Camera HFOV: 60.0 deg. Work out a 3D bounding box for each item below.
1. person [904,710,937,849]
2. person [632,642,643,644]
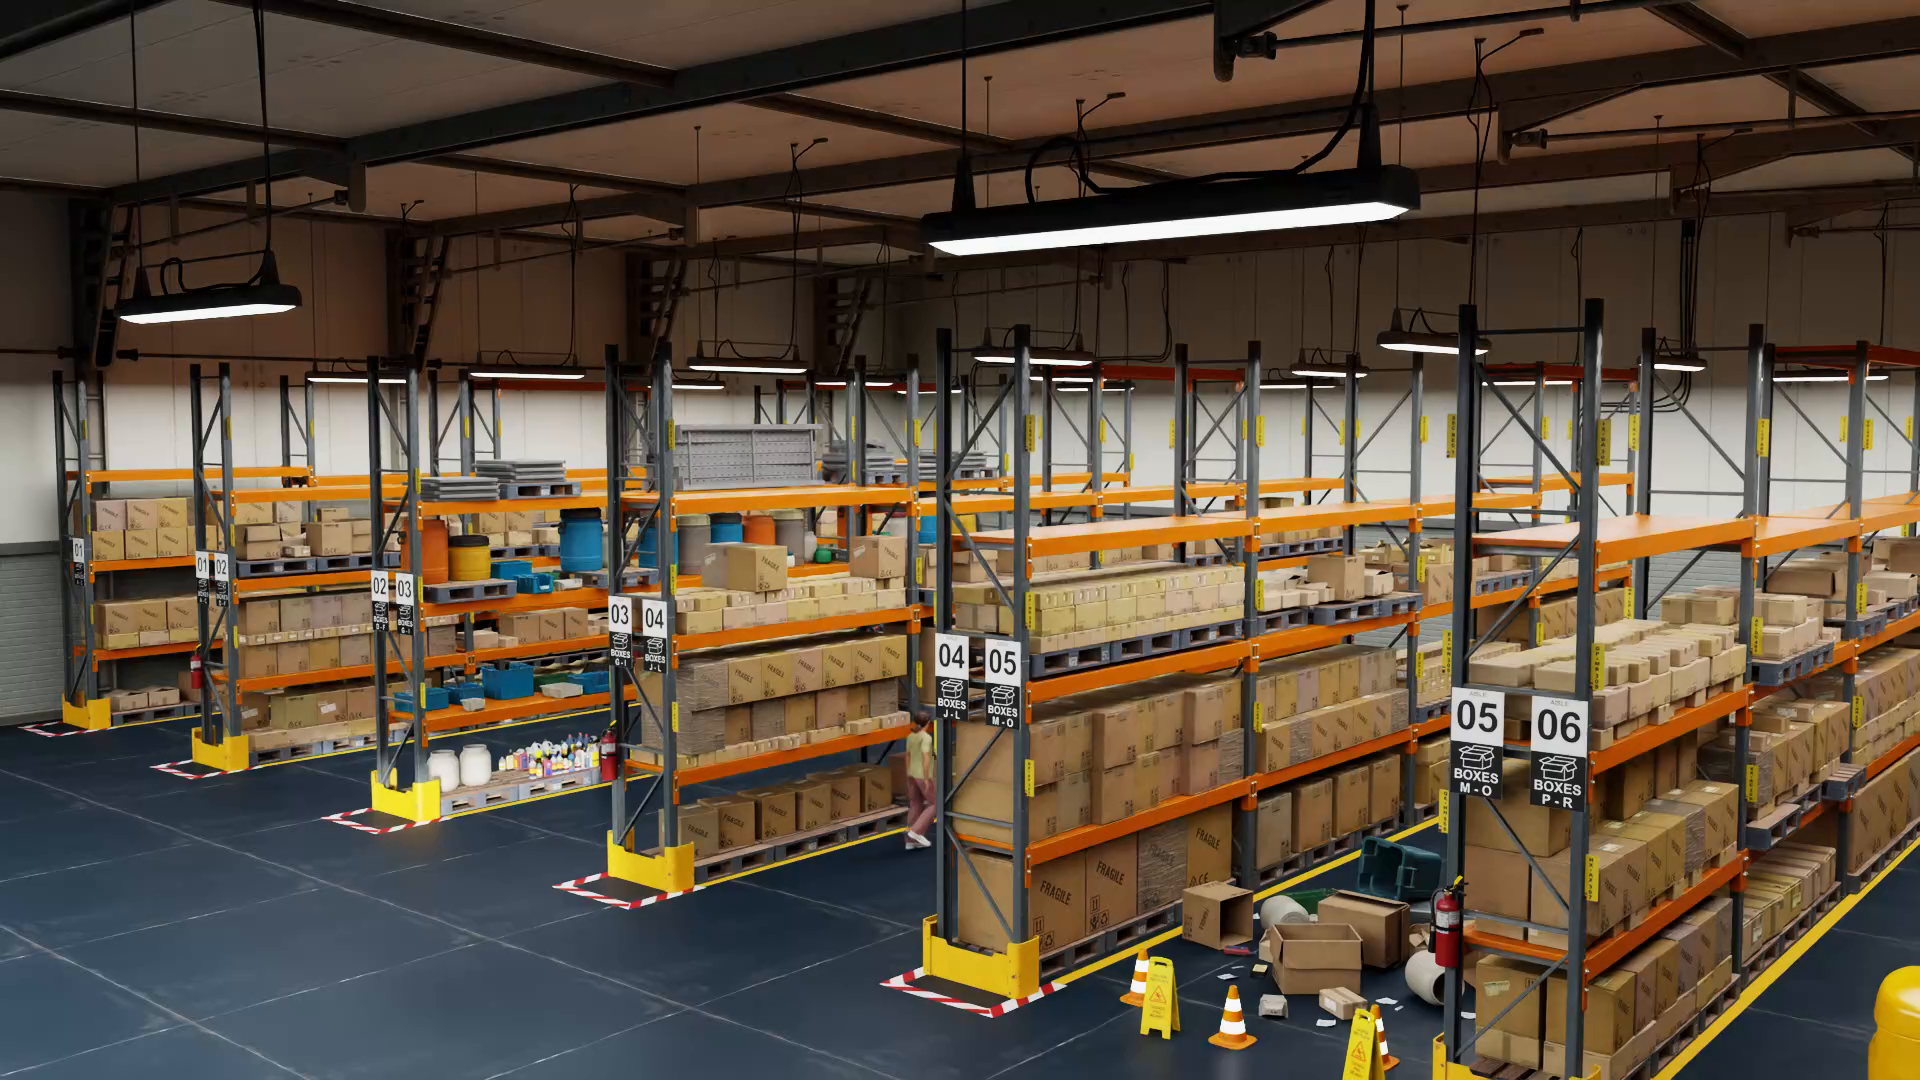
[{"bbox_3d":[-0.476,2.880,20.023,0.456,1.658,0.483,-3,5,-34],"label":"person"},{"bbox_3d":[-6.732,1.818,34.333,0.620,1.793,0.800,2,5,31],"label":"person"}]
